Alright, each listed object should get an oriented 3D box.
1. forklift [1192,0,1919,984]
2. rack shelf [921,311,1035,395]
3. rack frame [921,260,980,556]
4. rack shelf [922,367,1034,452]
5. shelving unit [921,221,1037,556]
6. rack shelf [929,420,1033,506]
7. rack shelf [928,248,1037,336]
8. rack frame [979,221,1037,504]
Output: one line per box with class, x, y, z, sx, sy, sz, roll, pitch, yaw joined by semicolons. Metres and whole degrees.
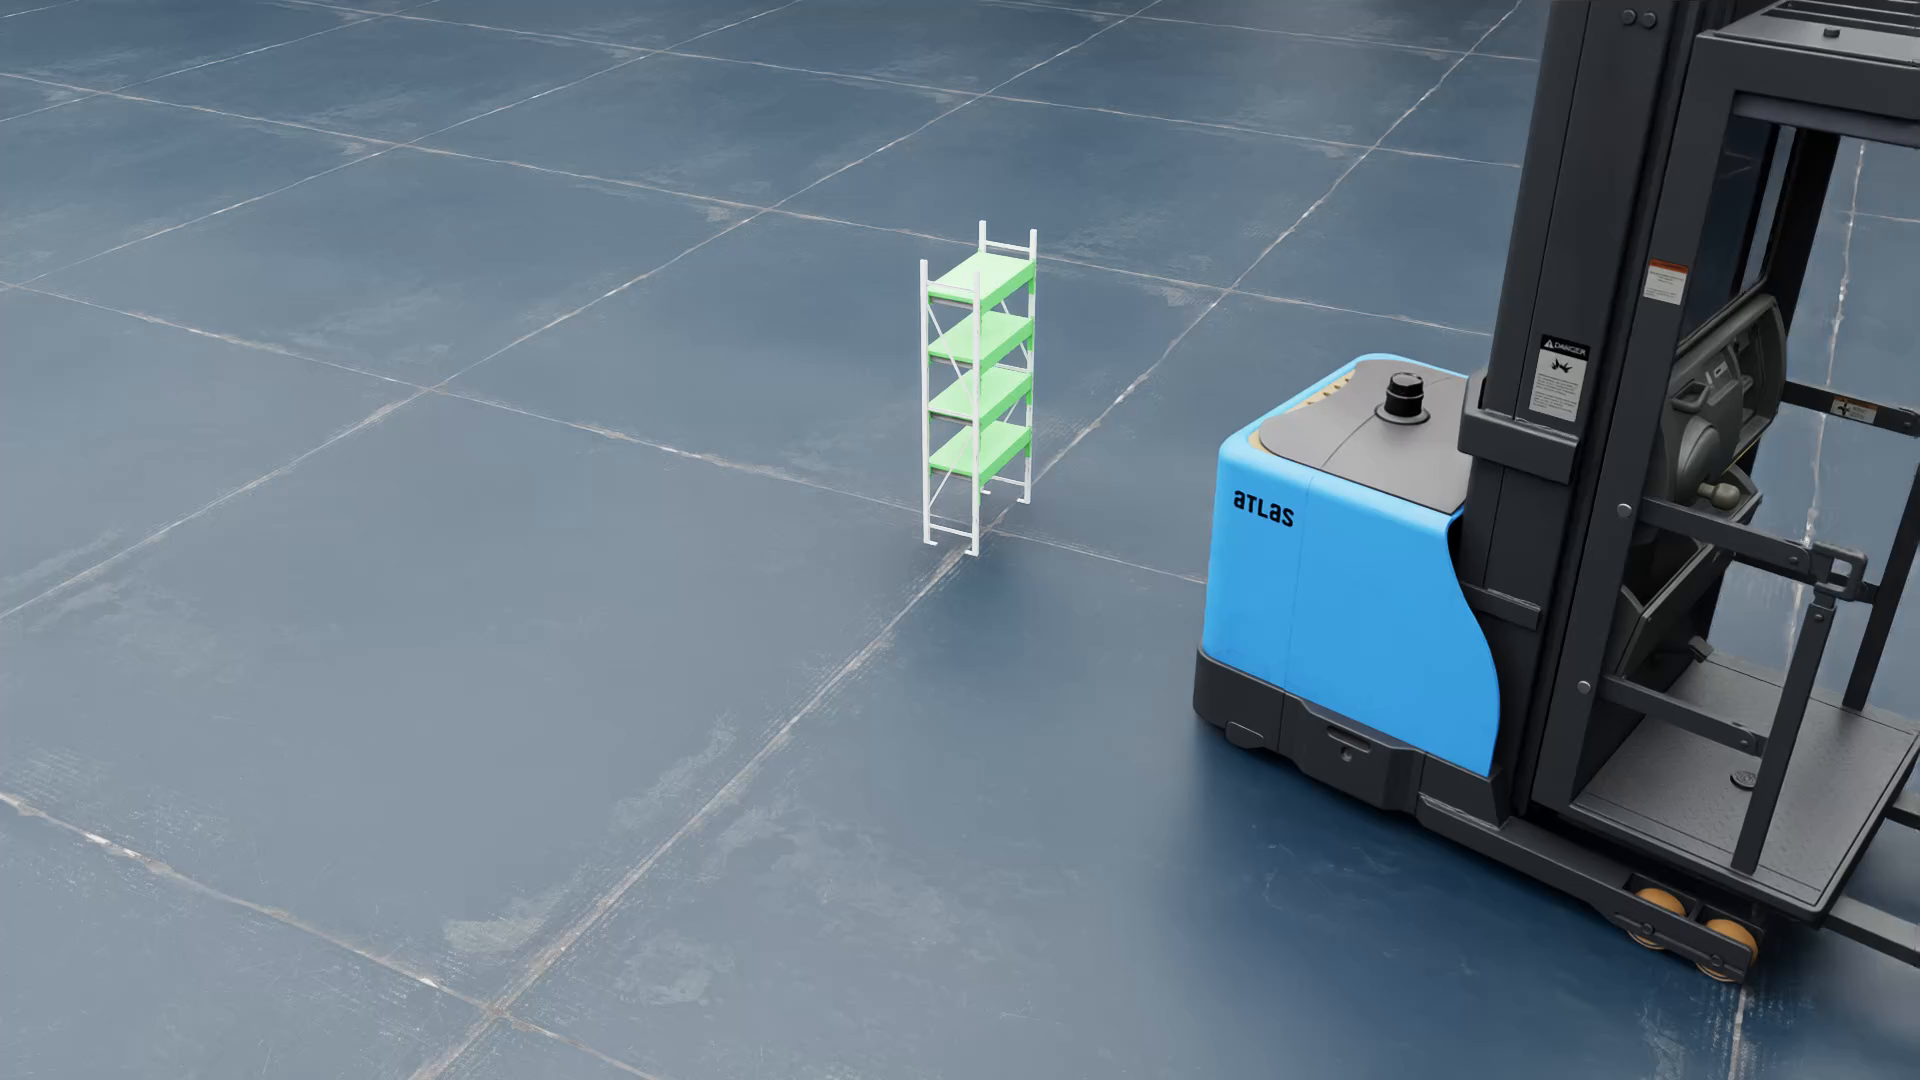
forklift;2.233;-0.345;4.408;3.031;2.935;1.130;23;37;34
rack shelf;0.075;-0.746;6.491;0.258;0.148;0.480;14;33;23
rack frame;-0.036;-0.486;6.391;0.240;1.200;0.015;14;33;23
rack shelf;0.075;-0.538;6.611;0.258;0.148;0.480;14;33;23
shelving unit;0.075;-0.594;6.579;0.258;1.200;0.503;14;33;23
rack shelf;0.075;-0.330;6.730;0.258;0.148;0.480;14;33;23
rack shelf;0.075;-0.955;6.372;0.258;0.148;0.480;14;33;23
rack frame;0.187;-0.702;6.767;0.240;1.200;0.015;14;33;23
